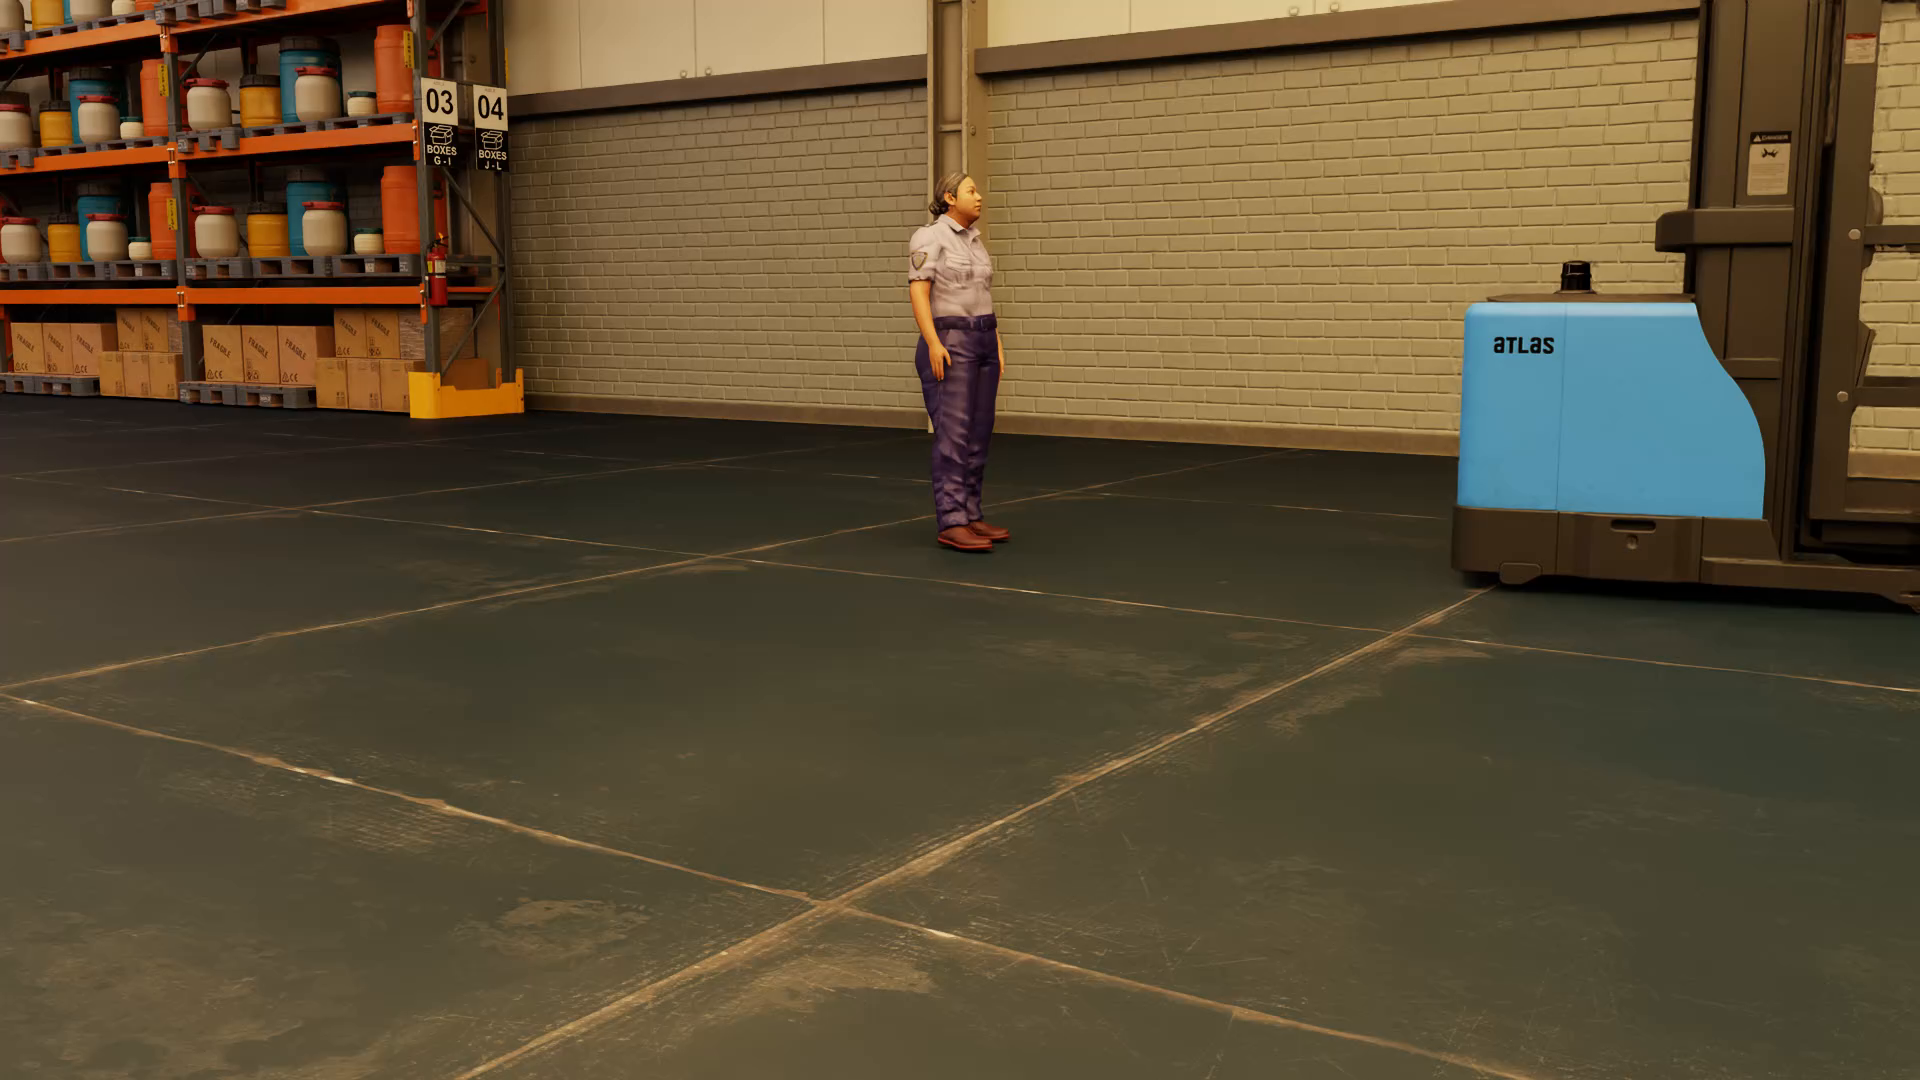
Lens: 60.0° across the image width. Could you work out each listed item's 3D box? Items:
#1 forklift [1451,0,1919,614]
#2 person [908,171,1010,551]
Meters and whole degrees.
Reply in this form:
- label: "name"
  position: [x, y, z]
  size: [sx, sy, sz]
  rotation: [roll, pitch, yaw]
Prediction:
- label: "forklift"
  position: [3.452, -1.262, 6.067]
  size: [3.031, 2.935, 1.130]
  rotation: [3, 9, 20]
- label: "person"
  position: [0.061, -0.814, 7.418]
  size: [0.503, 1.651, 0.598]
  rotation: [5, 10, 34]
